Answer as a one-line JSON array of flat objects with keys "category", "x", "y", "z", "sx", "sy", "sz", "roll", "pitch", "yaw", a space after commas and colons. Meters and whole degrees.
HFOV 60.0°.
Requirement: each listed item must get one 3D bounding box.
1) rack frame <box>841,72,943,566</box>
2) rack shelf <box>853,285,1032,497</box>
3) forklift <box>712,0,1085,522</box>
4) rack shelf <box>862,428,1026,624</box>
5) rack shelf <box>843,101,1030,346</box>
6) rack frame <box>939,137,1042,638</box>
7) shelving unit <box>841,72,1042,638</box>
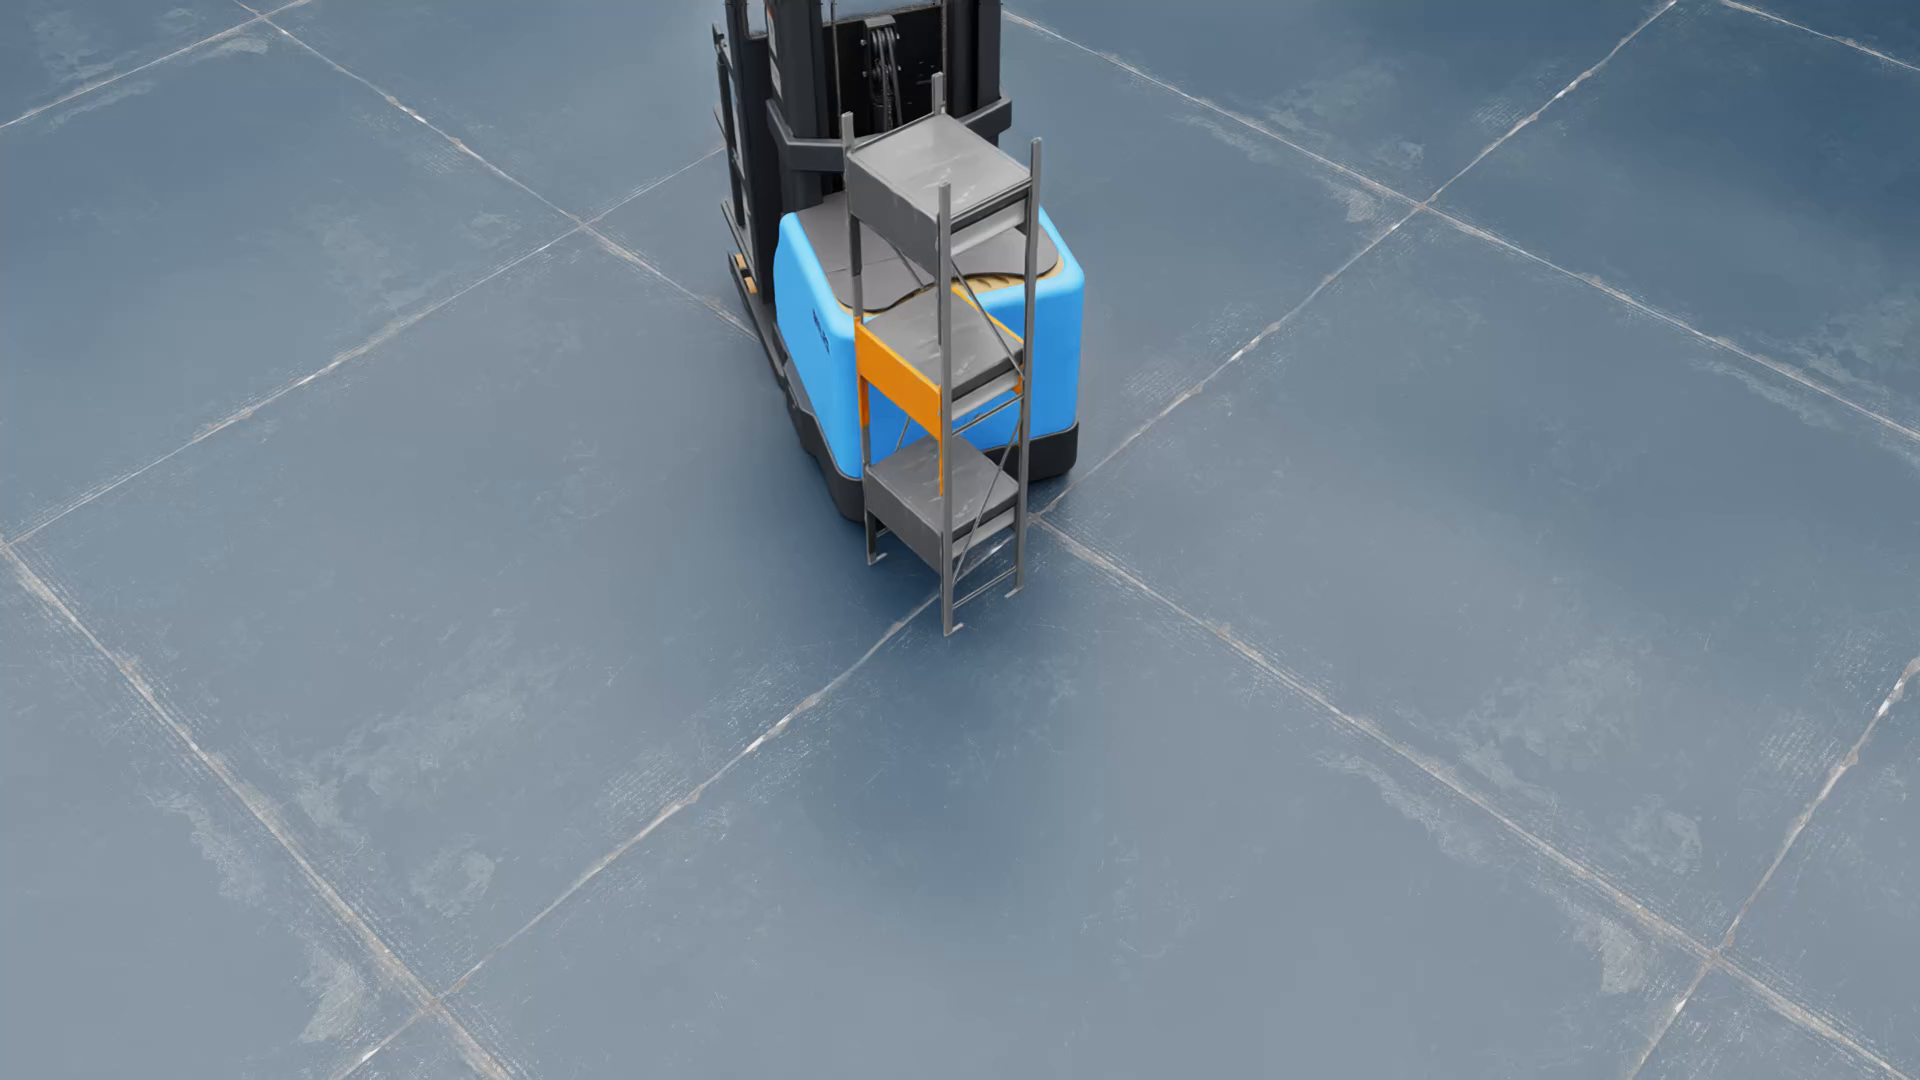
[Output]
[{"category": "rack frame", "x": -0.215, "y": -0.708, "z": 6.083, "sx": 0.400, "sy": 2.100, "sz": 0.015, "roll": -31, "pitch": 54, "yaw": -26}, {"category": "rack shelf", "x": -0.060, "y": -0.561, "z": 5.964, "sx": 0.431, "sy": 0.518, "sz": 0.480, "roll": -31, "pitch": 54, "yaw": -26}, {"category": "forklift", "x": -0.469, "y": -2.174, "z": 6.889, "sx": 1.130, "sy": 2.935, "sz": 3.031, "roll": -14, "pitch": 48, "yaw": -13}, {"category": "rack shelf", "x": -0.060, "y": -0.082, "z": 6.474, "sx": 0.431, "sy": 0.518, "sz": 0.480, "roll": -31, "pitch": 54, "yaw": -26}, {"category": "rack shelf", "x": -0.060, "y": -1.040, "z": 5.453, "sx": 0.431, "sy": 0.518, "sz": 0.480, "roll": -31, "pitch": 54, "yaw": -26}, {"category": "rack frame", "x": 0.095, "y": -0.433, "z": 5.825, "sx": 0.400, "sy": 2.100, "sz": 0.015, "roll": -31, "pitch": 54, "yaw": -26}, {"category": "shelving unit", "x": -0.060, "y": -0.570, "z": 5.954, "sx": 0.431, "sy": 2.100, "sz": 0.503, "roll": -31, "pitch": 54, "yaw": -26}]
